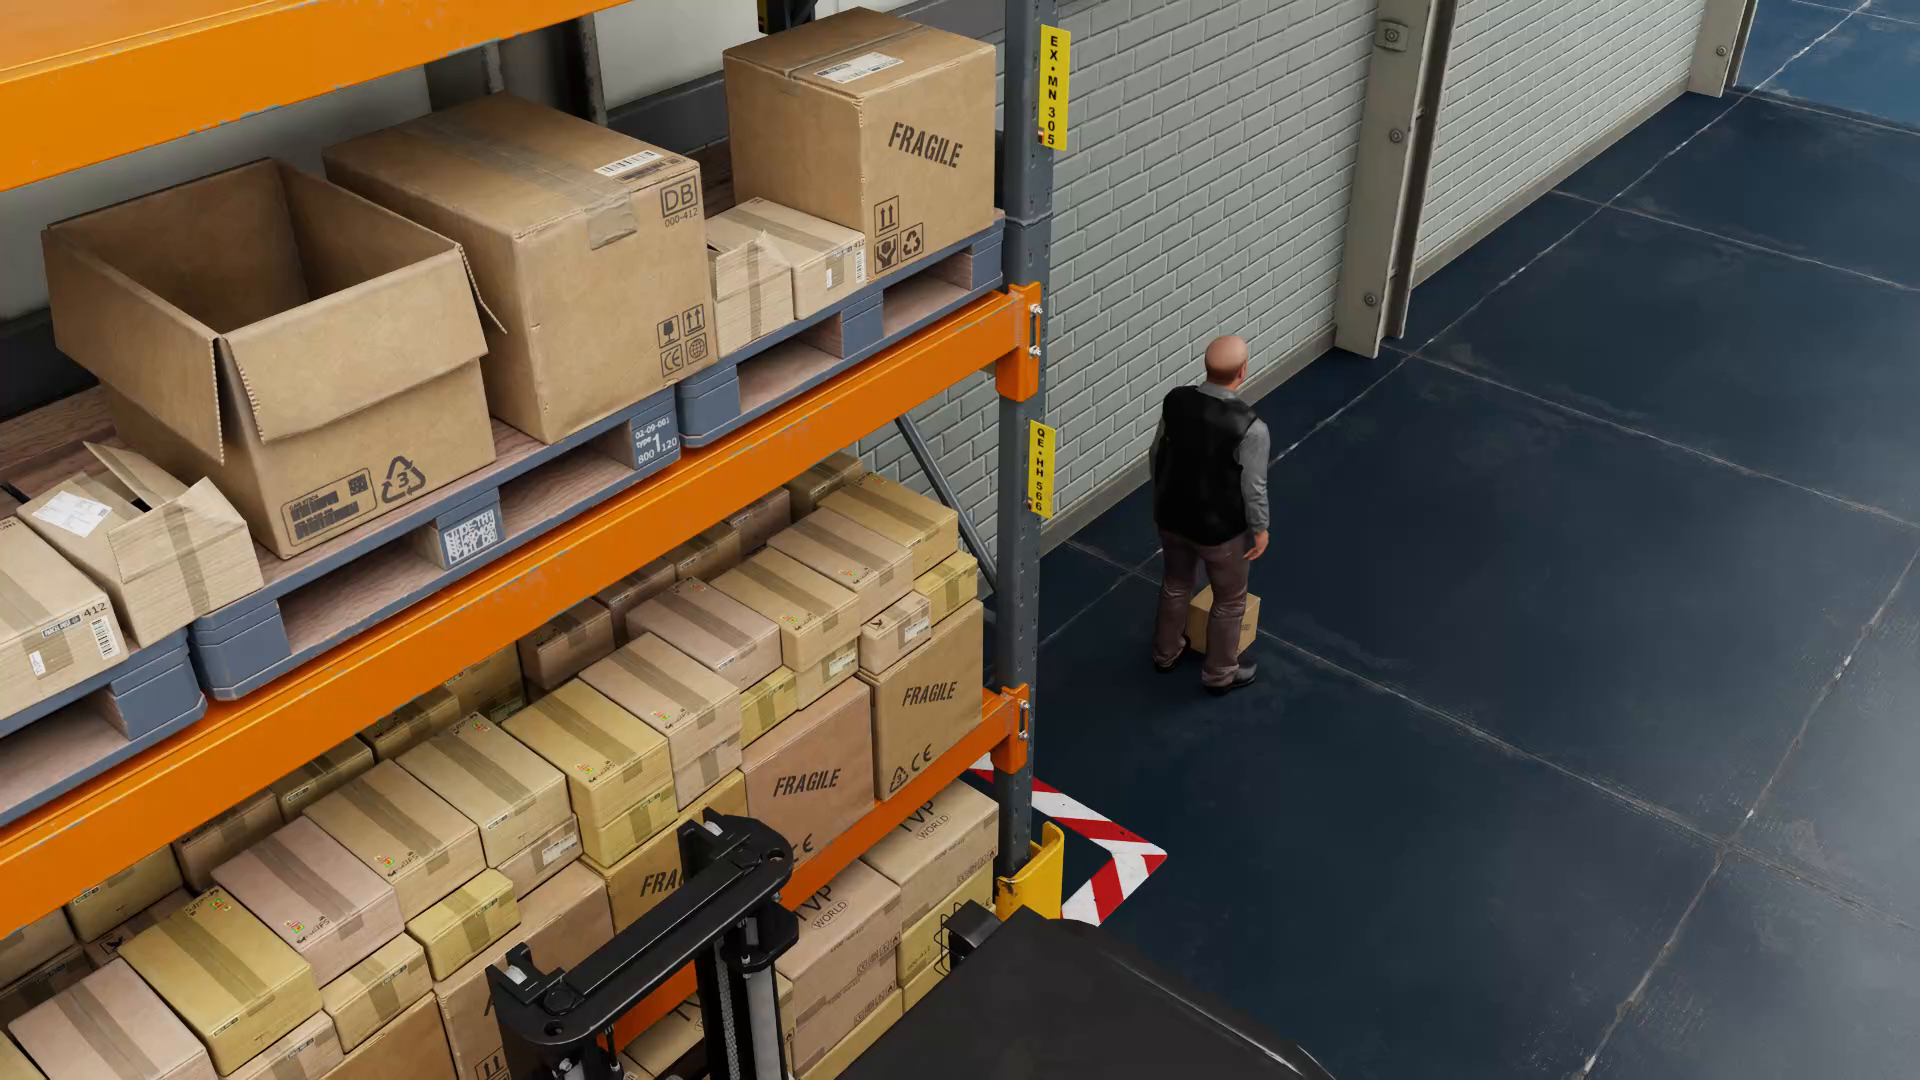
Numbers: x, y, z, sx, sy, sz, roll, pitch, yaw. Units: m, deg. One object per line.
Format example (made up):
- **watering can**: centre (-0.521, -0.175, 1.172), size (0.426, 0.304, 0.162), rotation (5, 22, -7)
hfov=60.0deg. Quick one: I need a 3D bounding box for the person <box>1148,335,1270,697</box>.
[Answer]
- **person**: centre (1.073, -0.089, 7.293), size (0.580, 1.720, 0.421), rotation (26, 42, 32)
